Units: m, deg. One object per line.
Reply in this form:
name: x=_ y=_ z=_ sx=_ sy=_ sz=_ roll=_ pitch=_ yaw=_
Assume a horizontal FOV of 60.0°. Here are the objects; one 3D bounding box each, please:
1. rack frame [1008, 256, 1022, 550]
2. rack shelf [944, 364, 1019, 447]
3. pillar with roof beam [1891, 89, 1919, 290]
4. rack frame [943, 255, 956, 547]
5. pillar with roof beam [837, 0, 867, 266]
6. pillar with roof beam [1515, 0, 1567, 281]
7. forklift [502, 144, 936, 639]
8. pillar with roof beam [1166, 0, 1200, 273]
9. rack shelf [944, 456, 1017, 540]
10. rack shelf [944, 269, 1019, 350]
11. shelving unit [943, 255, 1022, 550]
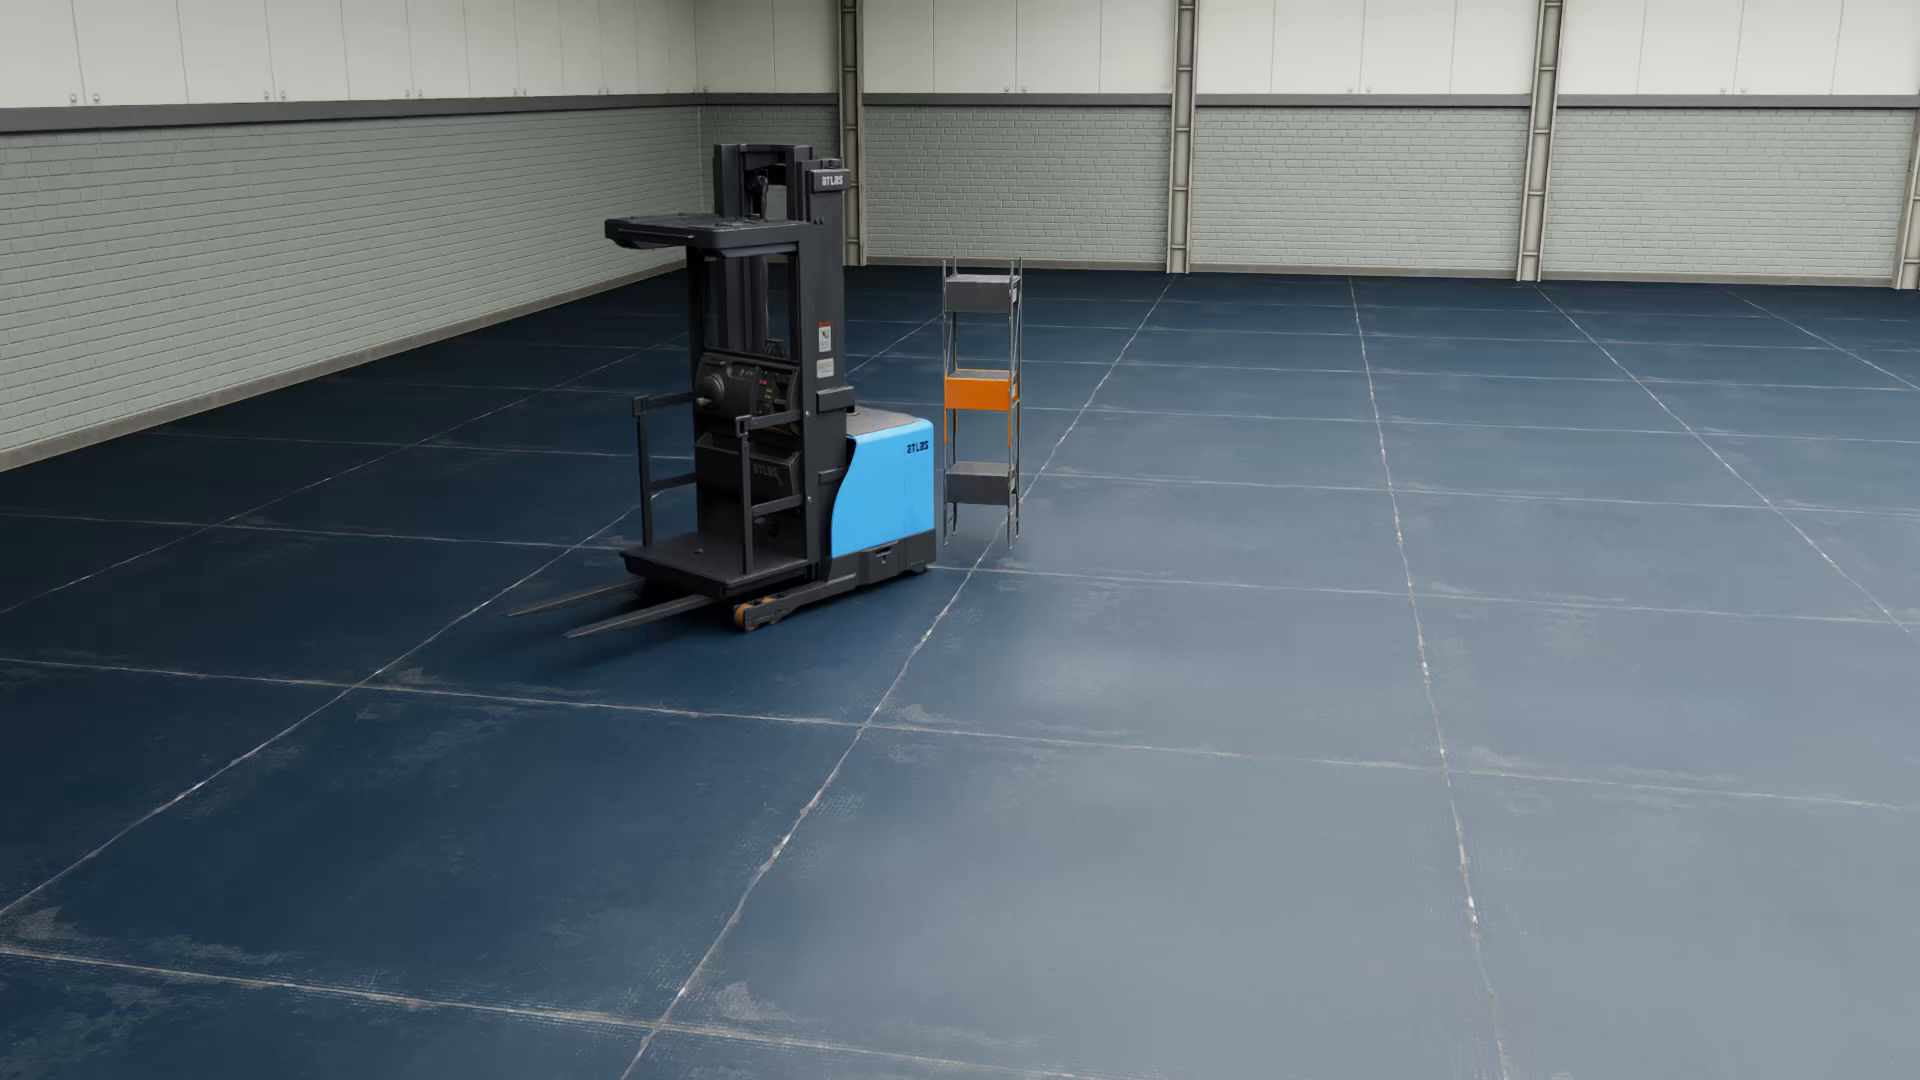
rack frame: x=0.401 y=-0.990 z=12.133 sx=0.015 sy=2.100 sz=0.400 roll=3 pitch=16 yaw=11
rack shelf: x=0.162 y=-0.990 z=12.184 sx=0.480 sy=0.518 sz=0.431 roll=3 pitch=16 yaw=11
pillar with roof beam: x=14.815 y=-7.381 z=22.280 sx=0.400 sy=9.000 sz=9.100 roll=3 pitch=16 yaw=11
rack frame: x=-0.077 y=-1.016 z=12.227 sx=0.015 sy=2.100 sz=0.400 roll=3 pitch=16 yaw=11
pillar with roof beam: x=-2.824 y=-8.338 z=25.737 sx=0.400 sy=9.000 sz=9.100 roll=3 pitch=16 yaw=11
pillar with roof beam: x=8.936 y=-7.700 z=23.432 sx=0.400 sy=9.000 sz=9.100 roll=3 pitch=16 yaw=11
forklift: x=-1.520 y=-0.995 z=10.593 sx=1.130 sy=2.935 sz=3.031 roll=13 pitch=20 yaw=39
pillar with roof beam: x=3.056 y=-8.019 z=24.585 sx=0.400 sy=9.000 sz=9.100 roll=3 pitch=16 yaw=11
rack shelf: x=0.162 y=-0.315 z=12.370 sx=0.480 sy=0.518 sz=0.431 roll=3 pitch=16 yaw=11
rack shelf: x=0.162 y=-1.665 z=11.997 sx=0.480 sy=0.518 sz=0.431 roll=3 pitch=16 yaw=11
shelving unit: x=0.162 y=-1.003 z=12.180 sx=0.503 sy=2.100 sz=0.431 roll=3 pitch=16 yaw=11
